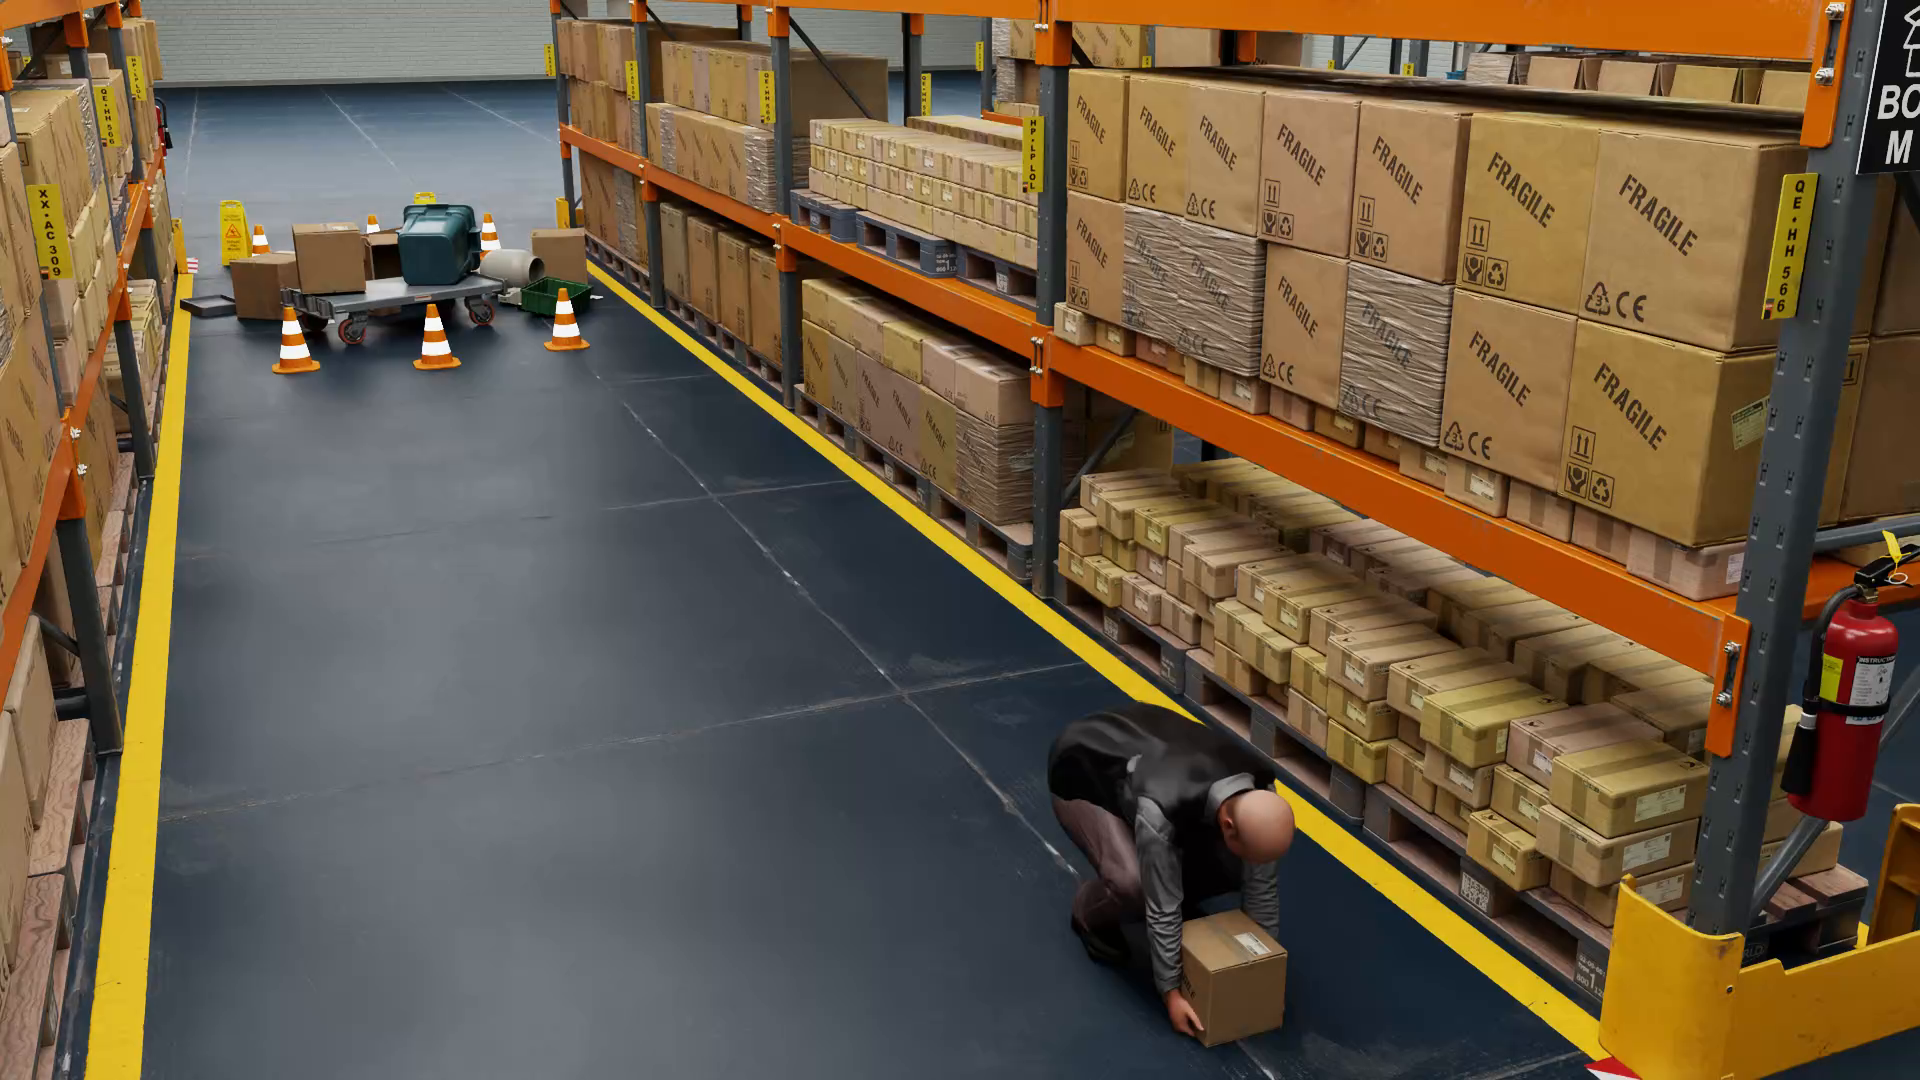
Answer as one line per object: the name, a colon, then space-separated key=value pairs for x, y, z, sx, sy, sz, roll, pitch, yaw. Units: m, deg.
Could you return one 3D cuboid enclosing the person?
person: x=0.631 y=0.912 z=4.915 sx=0.506 sy=0.790 sz=0.939 roll=-9 pitch=21 yaw=-24
